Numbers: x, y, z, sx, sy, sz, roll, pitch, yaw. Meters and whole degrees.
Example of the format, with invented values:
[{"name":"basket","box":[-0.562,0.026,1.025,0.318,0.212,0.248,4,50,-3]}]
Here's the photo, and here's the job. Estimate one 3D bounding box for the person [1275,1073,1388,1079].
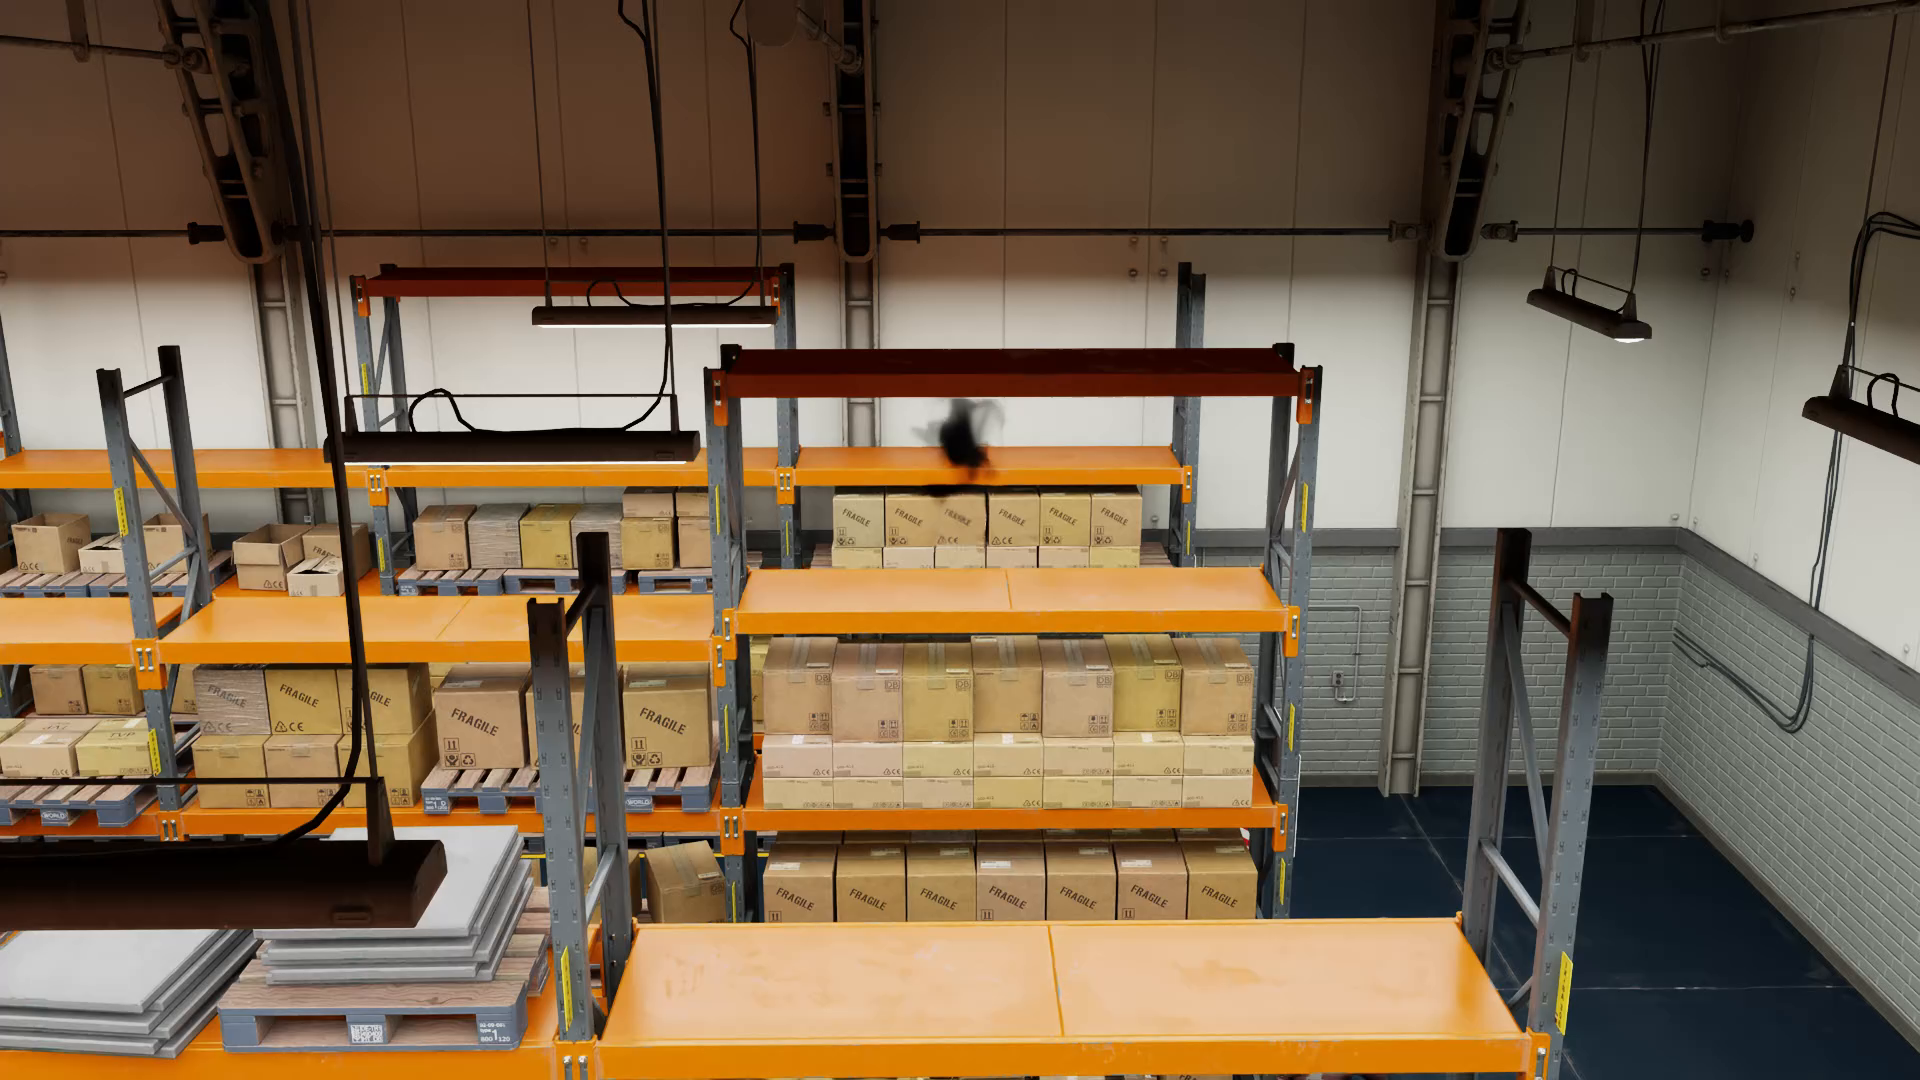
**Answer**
[{"name":"person","box":[2.452,4.068,11.414,0.855,1.760,0.689,-15,22,-42]}]
